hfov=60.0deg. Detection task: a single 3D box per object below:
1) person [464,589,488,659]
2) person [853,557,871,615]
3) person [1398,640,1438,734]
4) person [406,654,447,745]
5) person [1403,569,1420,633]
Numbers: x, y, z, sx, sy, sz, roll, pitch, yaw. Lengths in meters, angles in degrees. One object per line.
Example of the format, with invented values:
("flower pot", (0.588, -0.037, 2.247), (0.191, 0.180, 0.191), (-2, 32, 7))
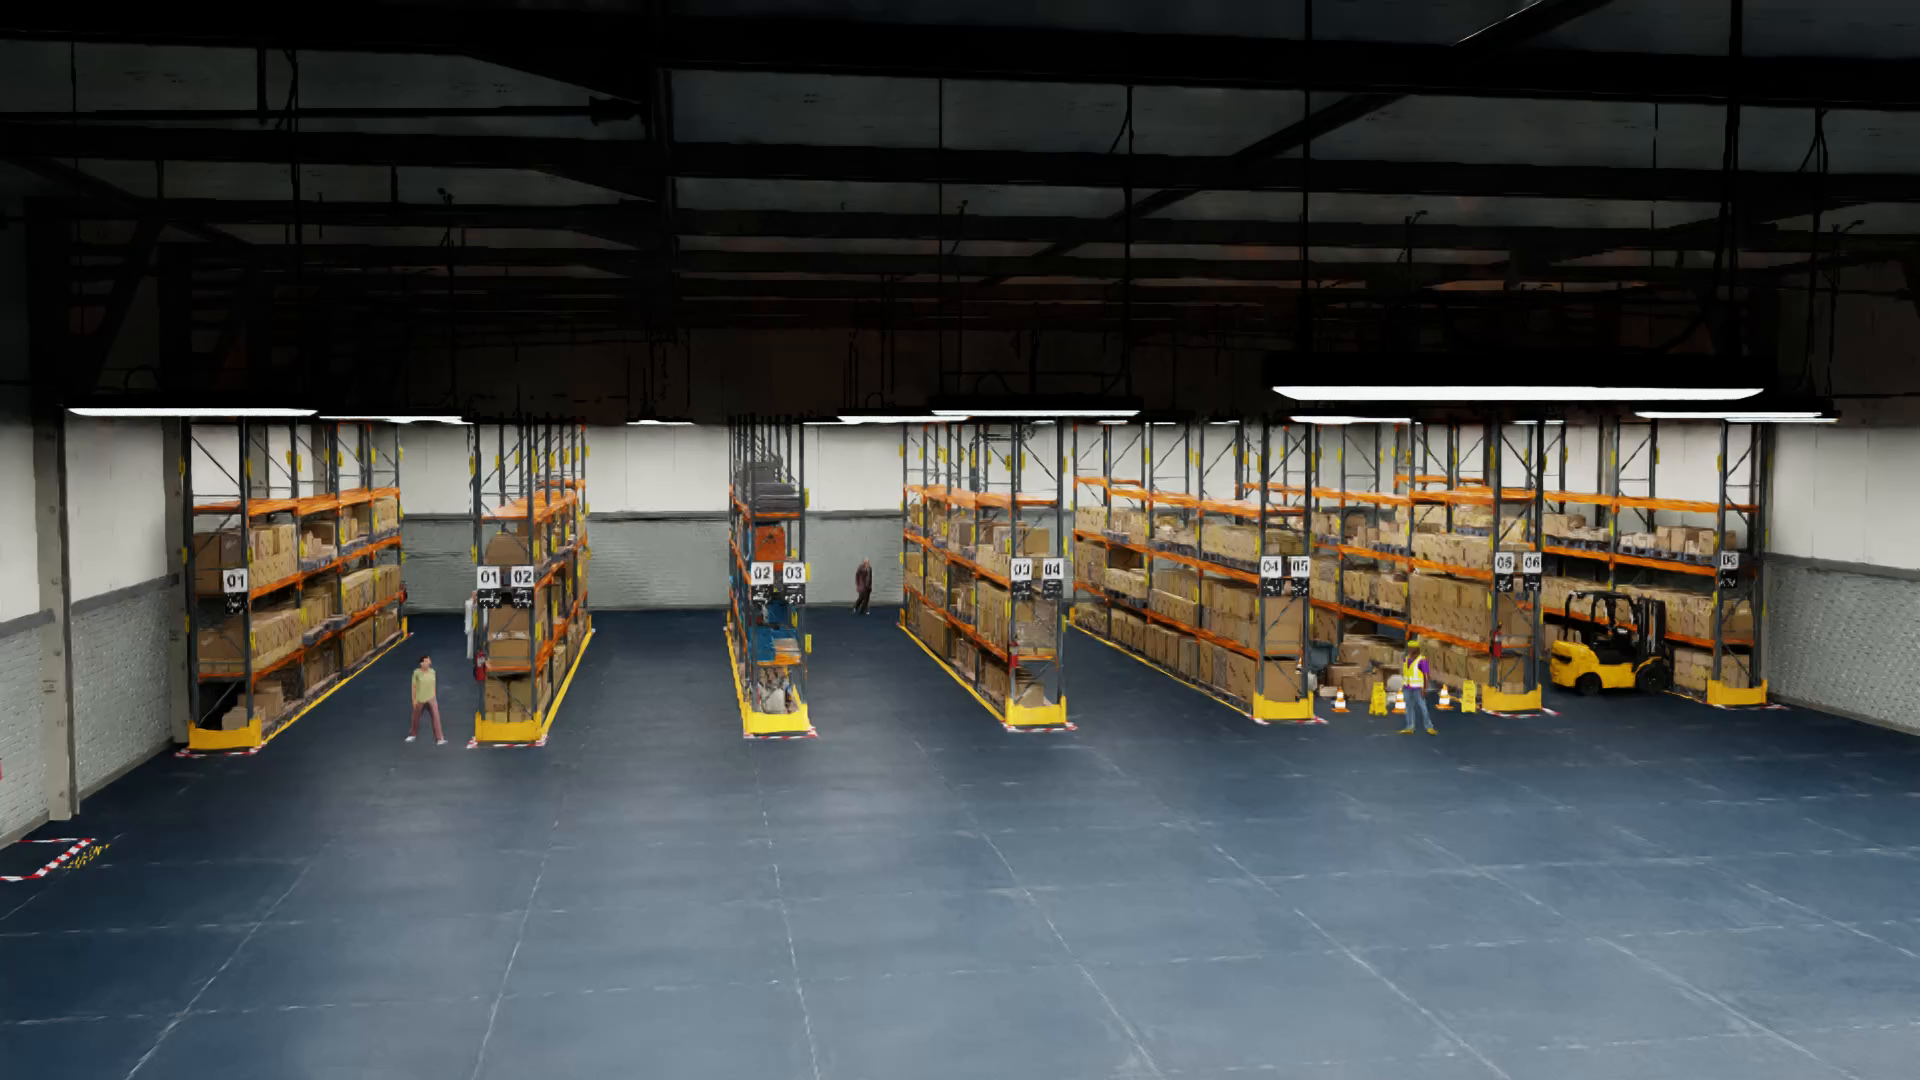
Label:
("person", (-11.955, 2.064, 41.067), (0.588, 1.700, 1.193), (-1, 4, -12))
("person", (-2.979, 1.396, 50.702), (0.618, 1.771, 0.550), (-4, 5, -45))
("person", (8.545, 2.741, 31.023), (0.482, 1.764, 0.750), (-3, 5, -39))
("person", (-9.652, 2.865, 29.947), (0.543, 1.633, 0.923), (-3, 5, -34))
("person", (12.634, 1.681, 46.222), (0.551, 1.757, 0.647), (0, 4, 7))
